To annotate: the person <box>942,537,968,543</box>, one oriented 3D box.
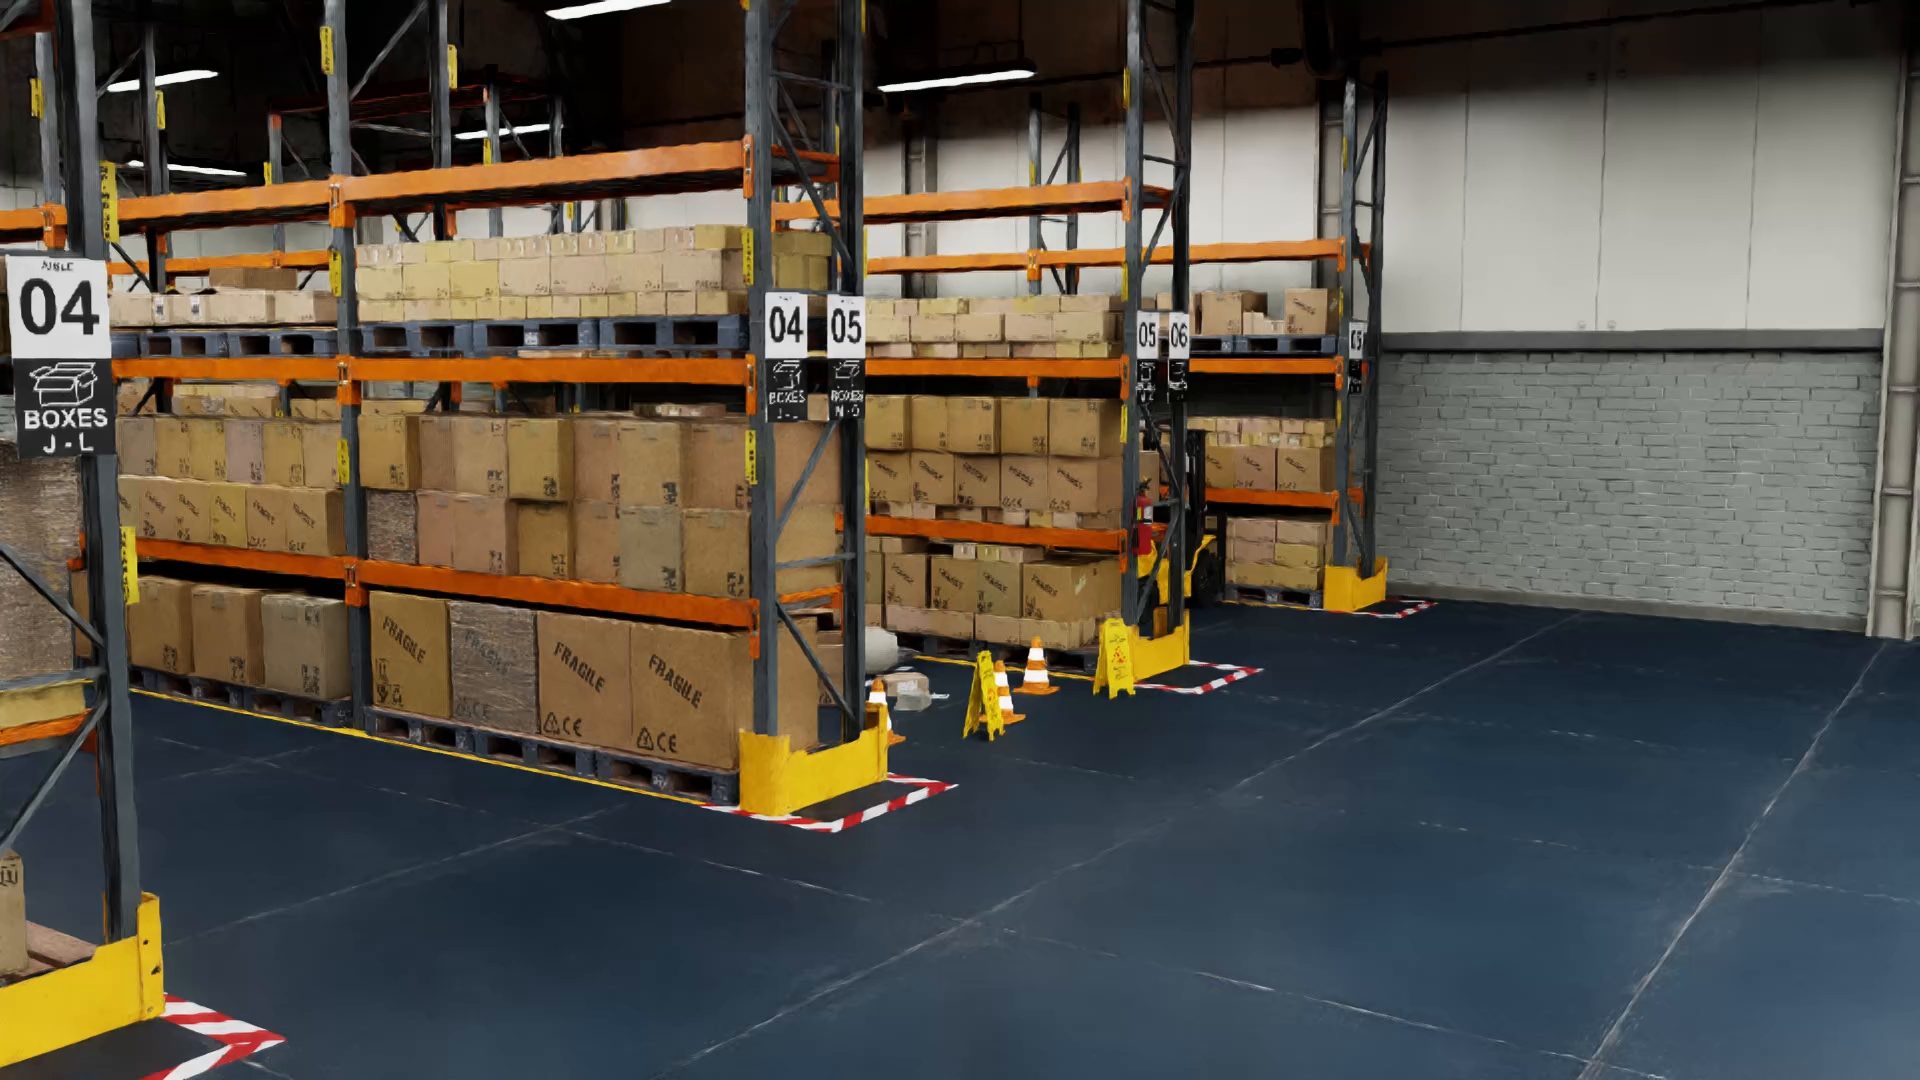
[{"bbox_3d":[0.095,-0.066,18.317,0.768,1.792,0.734,-3,7,-28],"label":"person"}]
